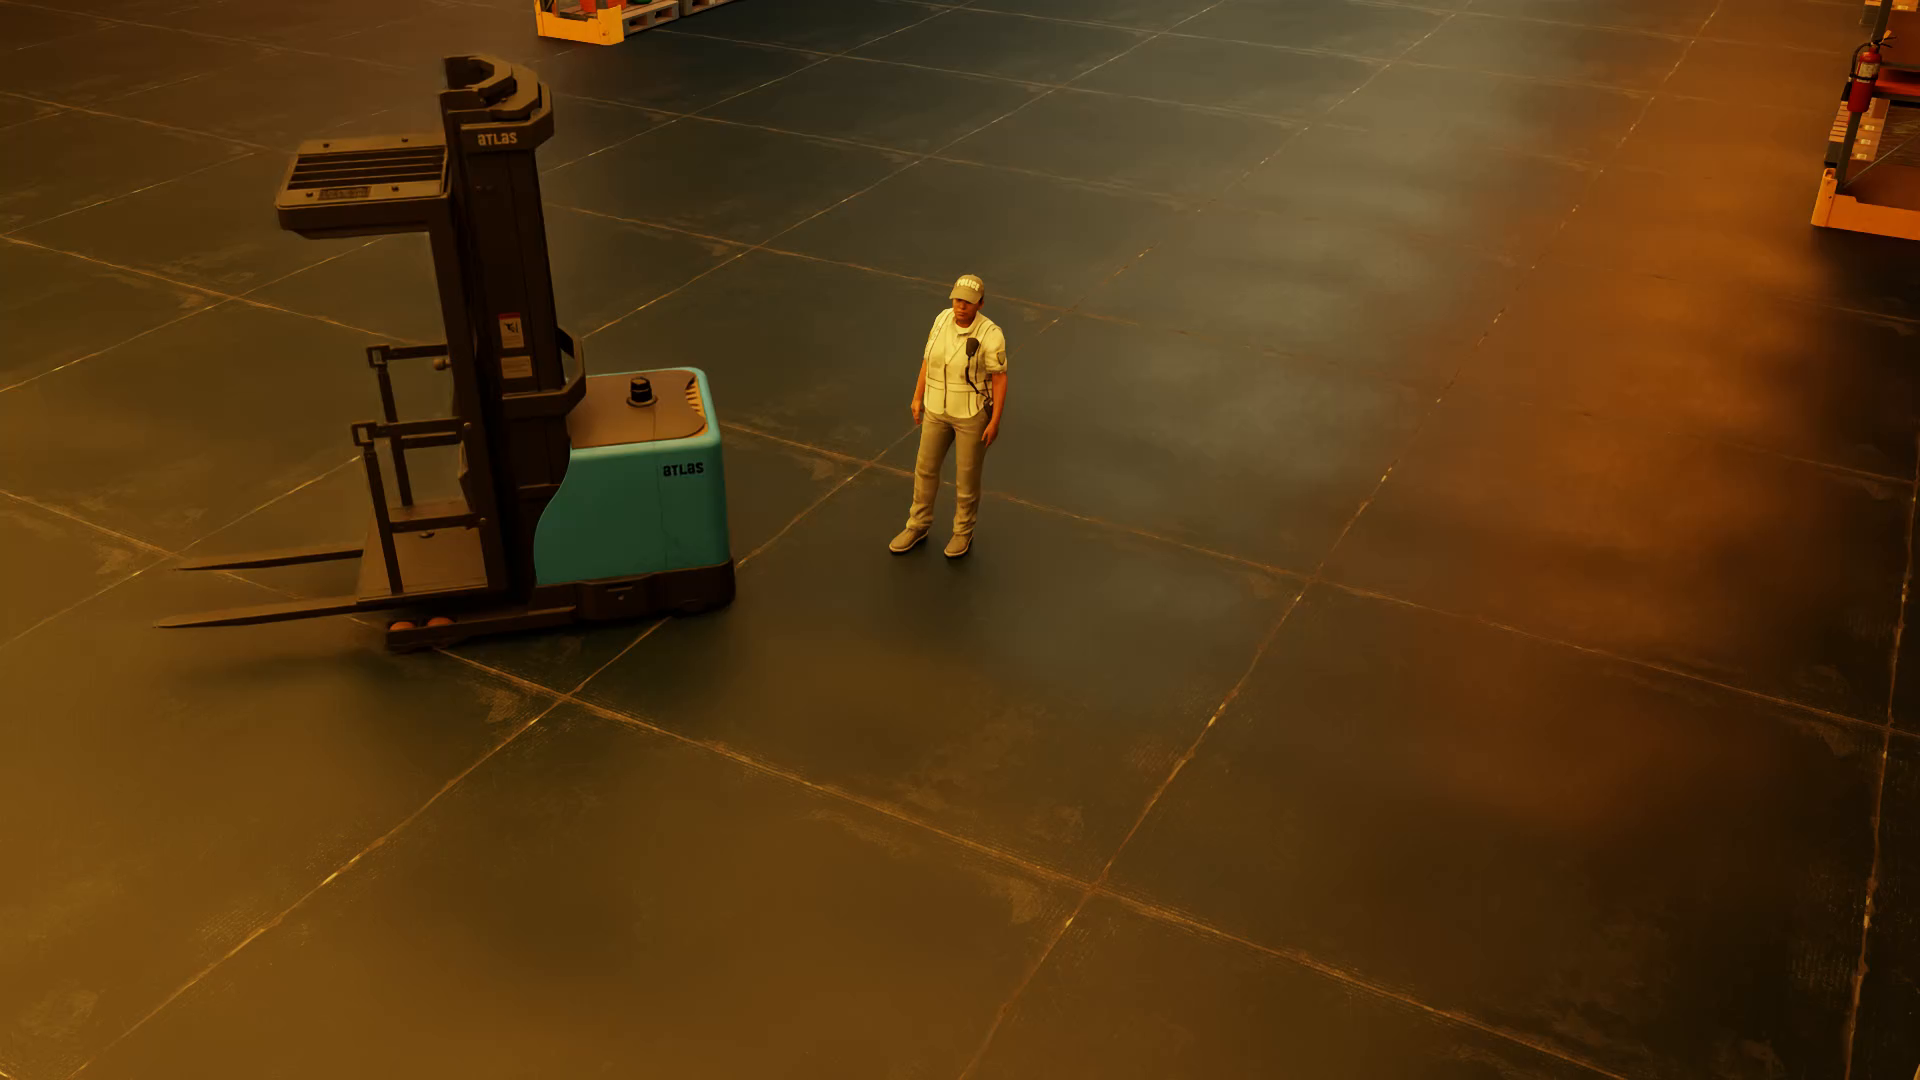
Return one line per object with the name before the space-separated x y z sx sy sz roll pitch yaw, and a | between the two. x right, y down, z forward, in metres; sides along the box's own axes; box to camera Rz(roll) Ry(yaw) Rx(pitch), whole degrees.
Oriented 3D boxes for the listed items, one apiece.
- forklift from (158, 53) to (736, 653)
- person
forklift | -2.832 -0.953 8.722 3.031 2.935 1.130 -7 31 -11
person | -0.057 -0.700 9.534 0.599 1.670 0.529 15 33 25
